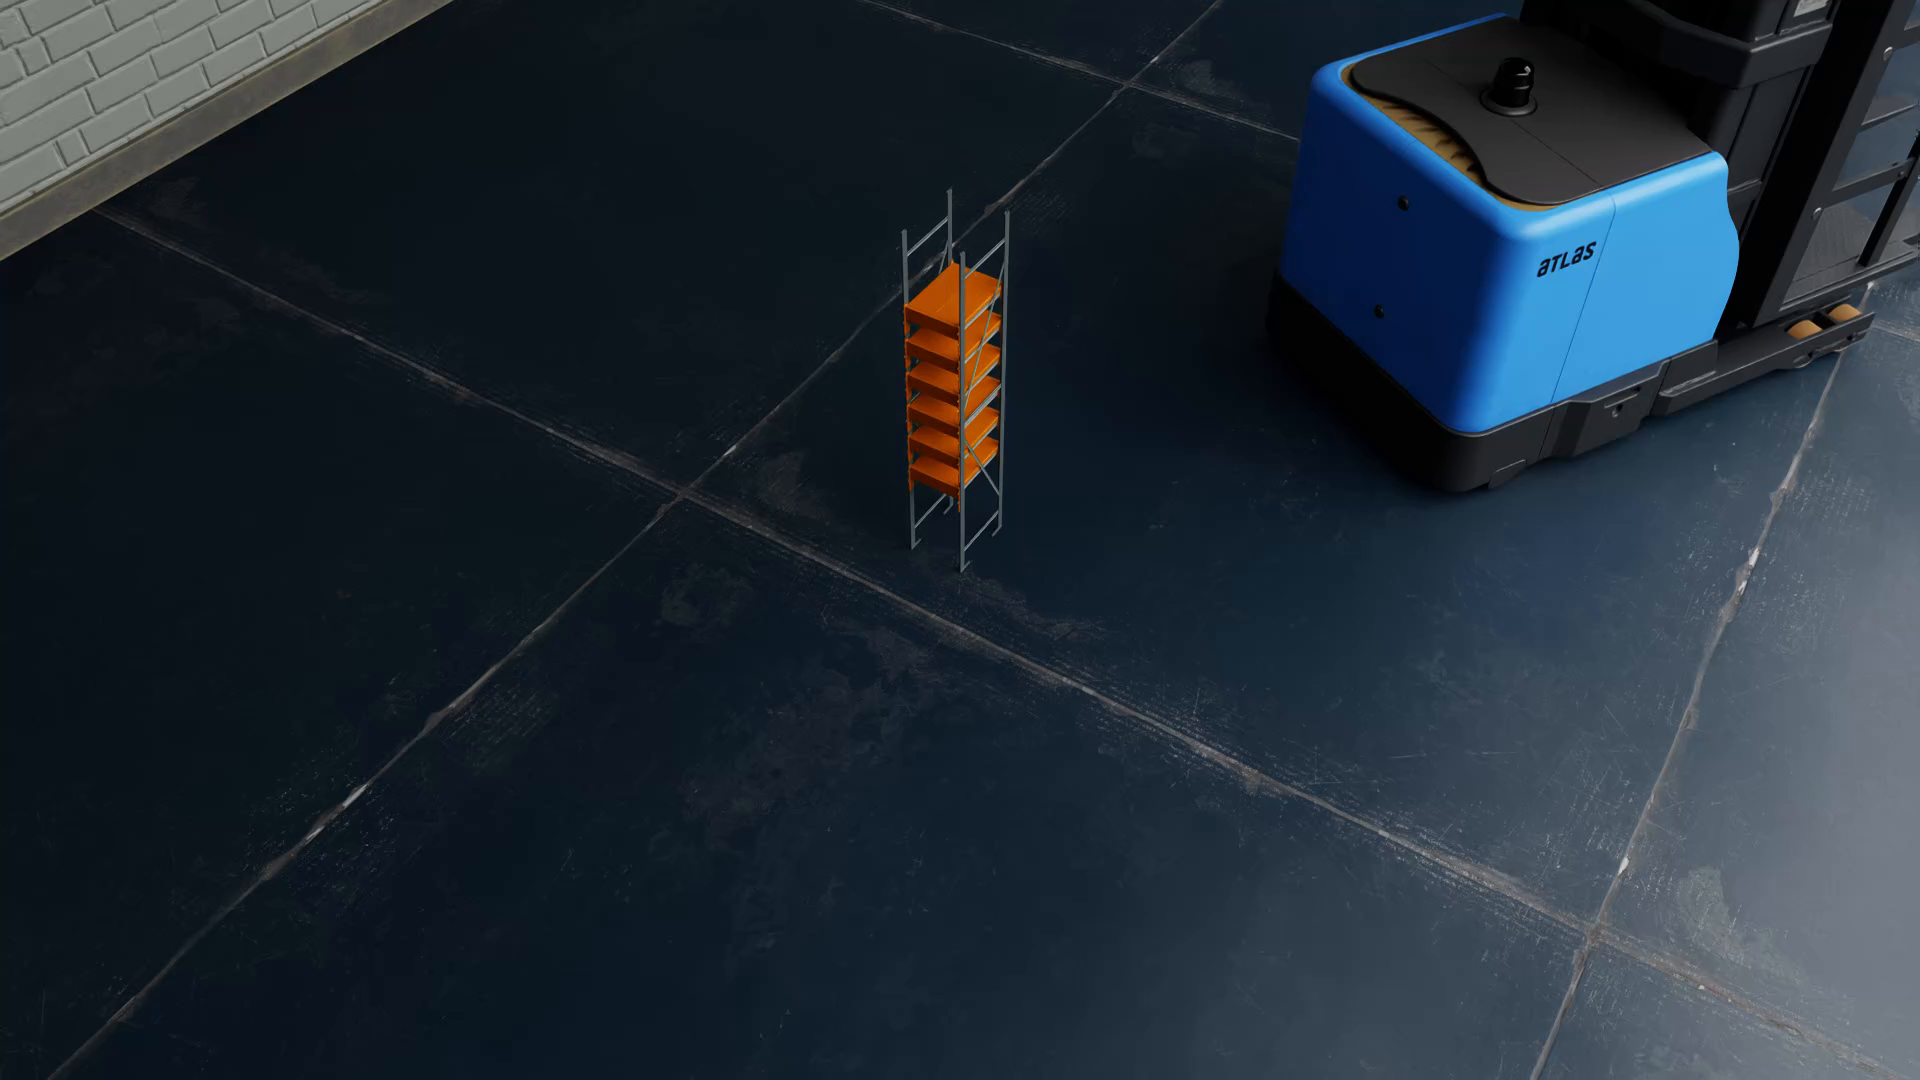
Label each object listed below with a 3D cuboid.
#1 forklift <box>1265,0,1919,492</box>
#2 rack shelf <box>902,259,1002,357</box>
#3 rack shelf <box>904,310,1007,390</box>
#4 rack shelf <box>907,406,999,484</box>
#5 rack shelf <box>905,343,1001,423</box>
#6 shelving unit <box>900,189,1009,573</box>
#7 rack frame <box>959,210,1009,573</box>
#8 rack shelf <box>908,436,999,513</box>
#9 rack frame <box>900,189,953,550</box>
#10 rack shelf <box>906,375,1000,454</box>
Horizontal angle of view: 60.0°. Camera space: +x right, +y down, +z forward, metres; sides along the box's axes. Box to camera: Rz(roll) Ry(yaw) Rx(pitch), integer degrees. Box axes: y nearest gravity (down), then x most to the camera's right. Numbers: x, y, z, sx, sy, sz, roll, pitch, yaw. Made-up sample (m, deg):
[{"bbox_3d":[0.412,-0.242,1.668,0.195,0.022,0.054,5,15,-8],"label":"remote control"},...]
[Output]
[{"bbox_3d":[2.627,-1.939,5.090,3.031,2.935,1.130,-21,49,-19],"label":"forklift"},{"bbox_3d":[-0.012,-0.644,4.599,0.180,0.103,0.258,25,51,22],"label":"rack shelf"},{"bbox_3d":[-0.012,-0.560,4.685,0.180,0.103,0.258,25,51,22],"label":"rack shelf"},{"bbox_3d":[-0.012,-0.309,4.943,0.180,0.103,0.258,25,51,22],"label":"rack shelf"},{"bbox_3d":[-0.012,-0.476,4.771,0.180,0.103,0.258,25,51,22],"label":"rack shelf"},{"bbox_3d":[-0.012,-0.424,4.825,0.189,1.200,0.258,25,51,22],"label":"shelving unit"},{"bbox_3d":[0.065,-0.388,4.791,0.006,1.200,0.240,25,51,22],"label":"rack frame"},{"bbox_3d":[-0.012,-0.226,5.029,0.180,0.103,0.258,25,51,22],"label":"rack shelf"},{"bbox_3d":[-0.089,-0.459,4.860,0.006,1.200,0.240,25,51,22],"label":"rack frame"},{"bbox_3d":[-0.012,-0.393,4.857,0.180,0.103,0.258,25,51,22],"label":"rack shelf"}]
